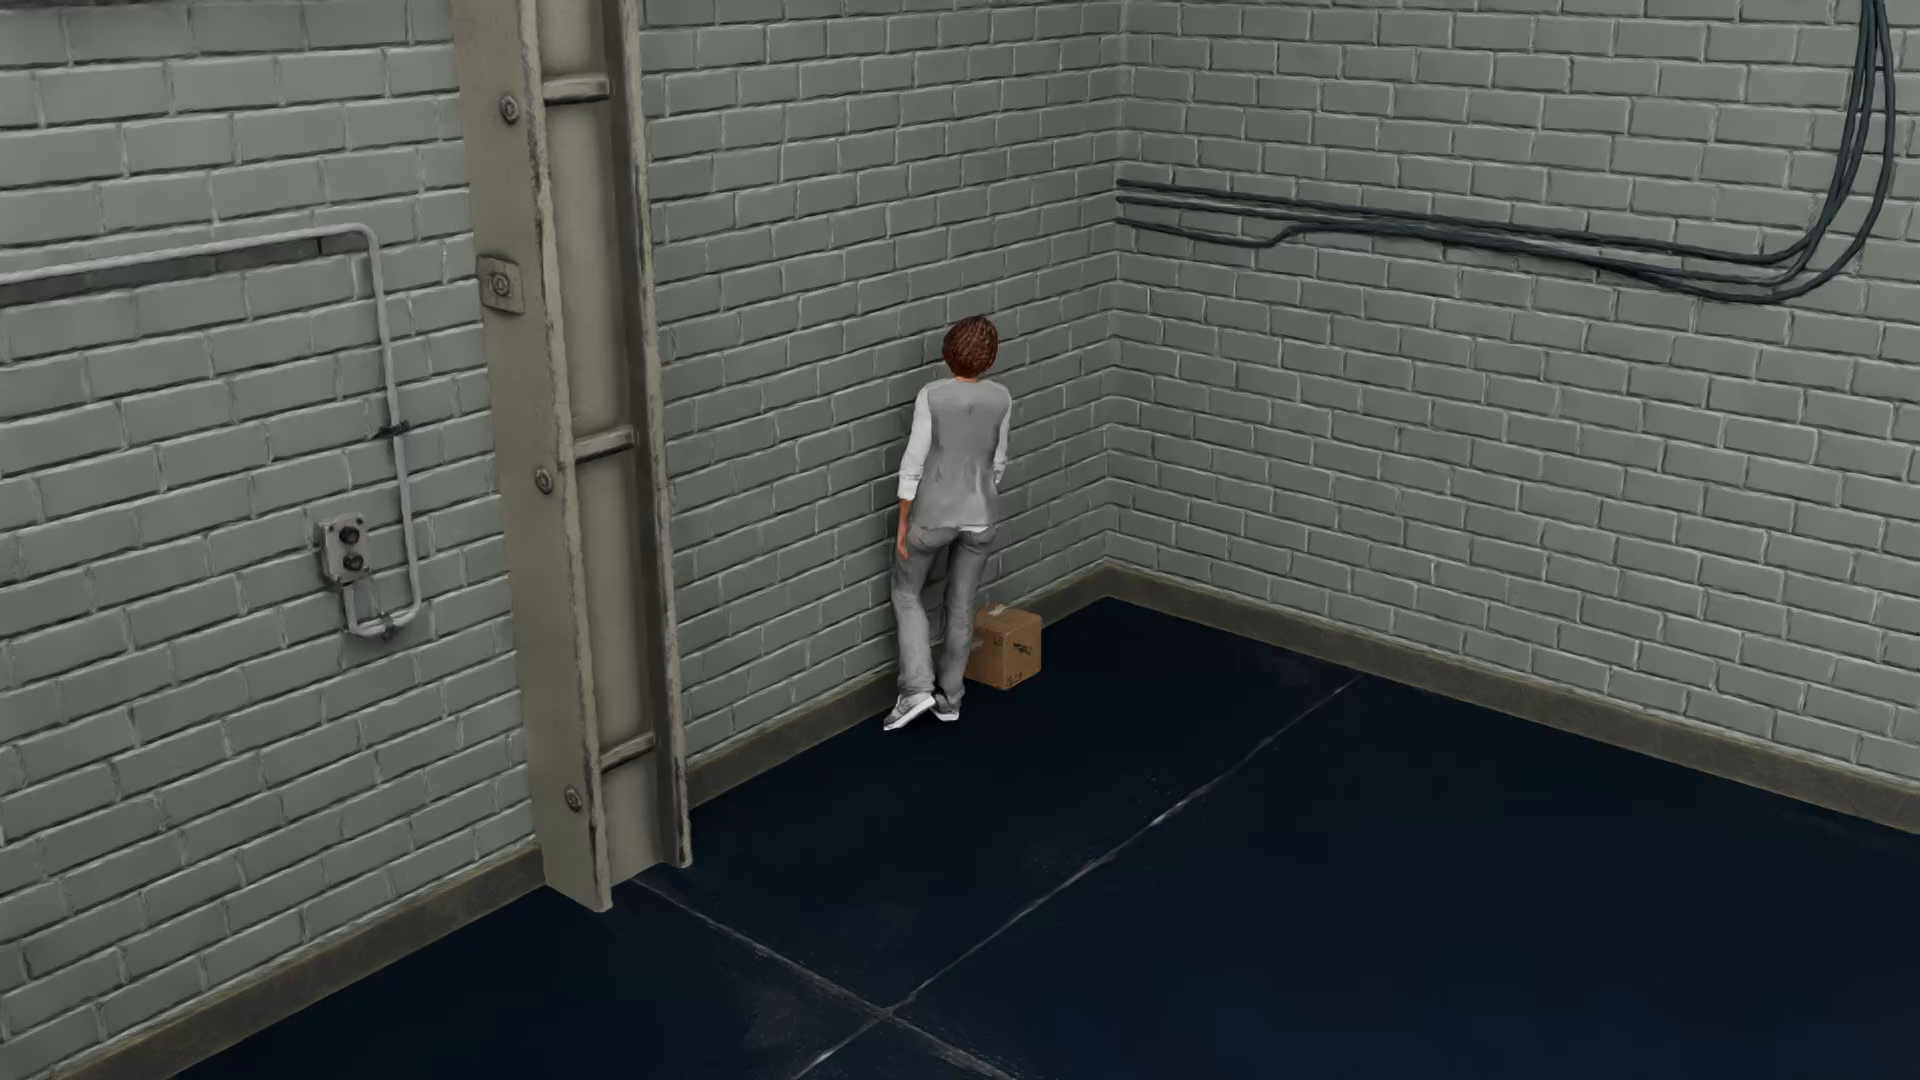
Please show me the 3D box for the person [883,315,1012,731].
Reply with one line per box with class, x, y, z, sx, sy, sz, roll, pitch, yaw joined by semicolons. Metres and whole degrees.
person;-0.064;-0.047;6.227;0.508;1.586;0.390;-6;21;-15
